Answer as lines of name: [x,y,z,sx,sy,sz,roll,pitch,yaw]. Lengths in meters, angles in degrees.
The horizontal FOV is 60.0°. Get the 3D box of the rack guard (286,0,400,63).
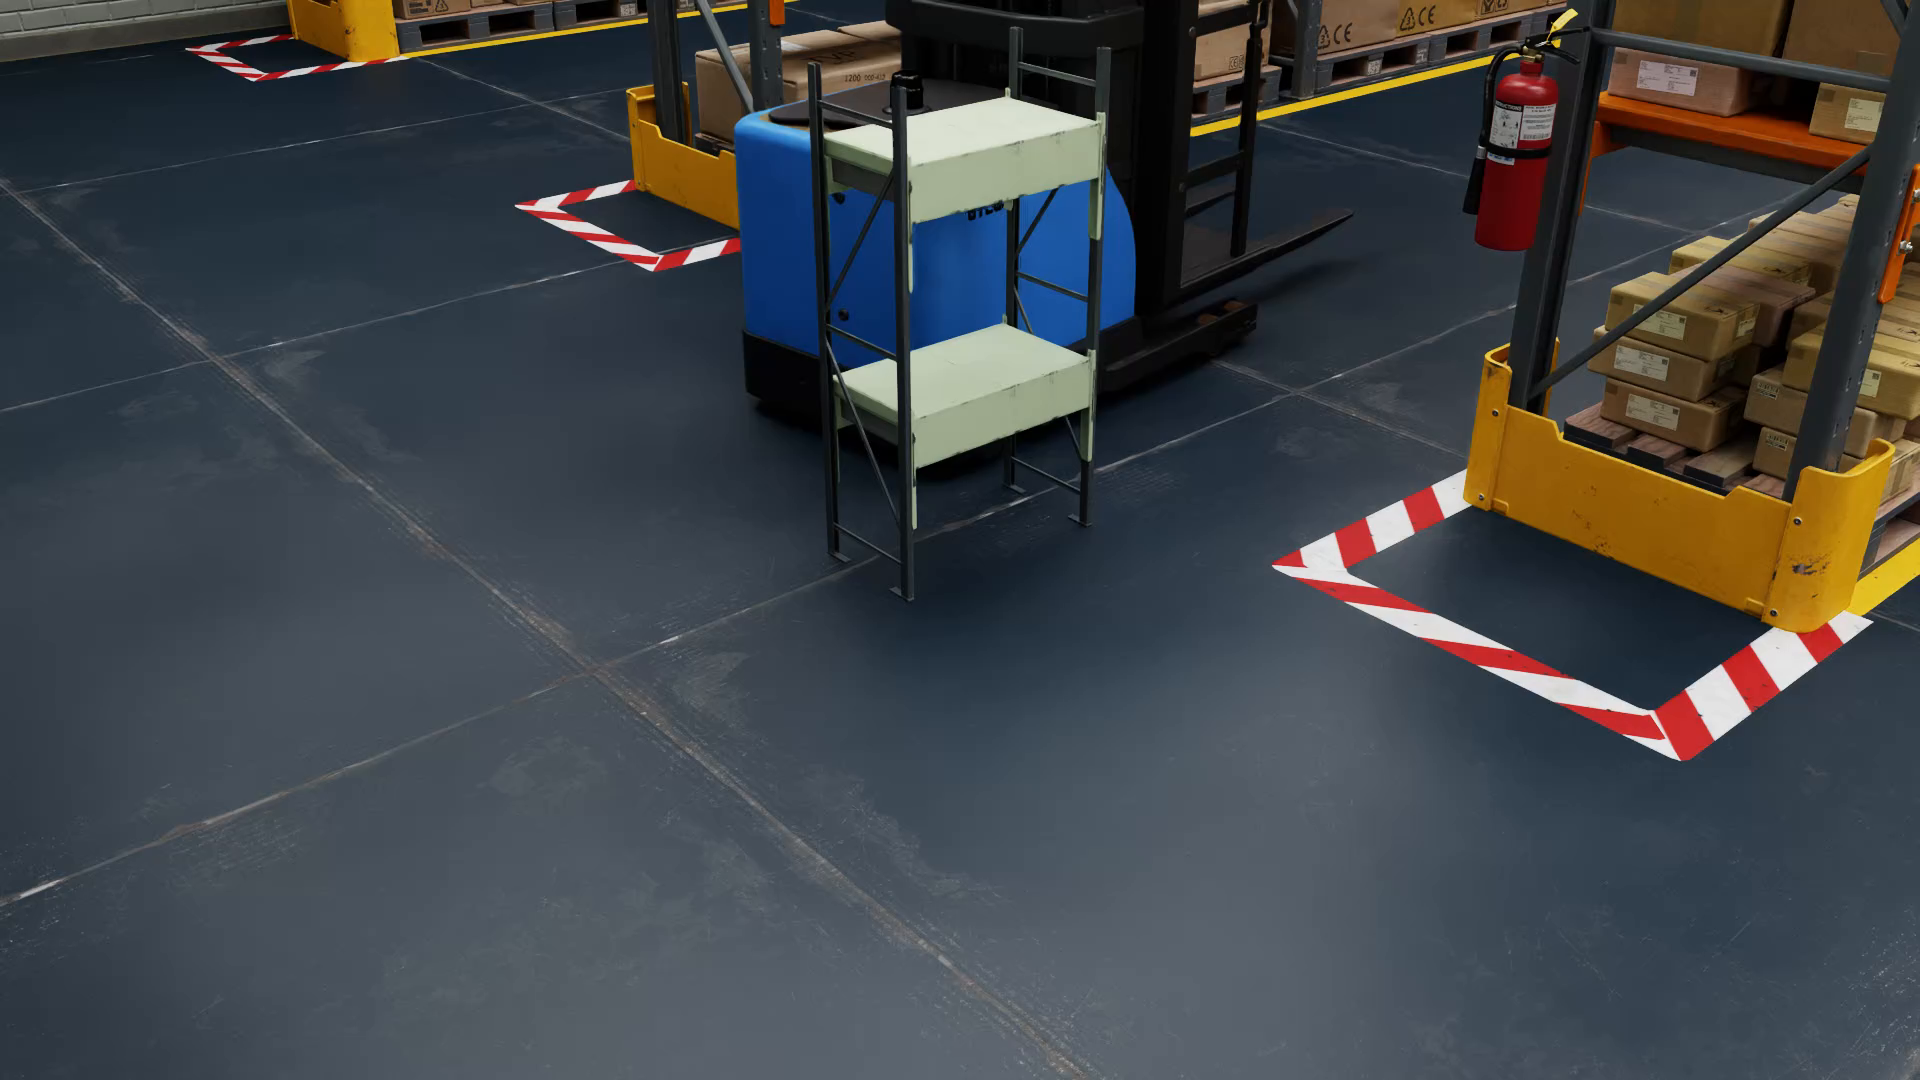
rack guard: [-4.365,-3.725,11.690,0.348,0.500,1.175,-22,35,-35]

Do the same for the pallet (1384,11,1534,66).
pallet: [3.311,-3.658,11.870,1.213,0.211,1.003,-22,35,-35]

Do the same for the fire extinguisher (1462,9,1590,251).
fire extinguisher: [1.600,-1.172,4.737,0.183,0.674,0.296,-22,35,-35]

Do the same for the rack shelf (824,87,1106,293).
rack shelf: [0.005,-1.008,4.716,0.720,0.370,0.431,-22,35,-35]

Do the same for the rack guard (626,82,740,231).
rack guard: [-1.217,-1.916,8.305,0.348,0.500,1.175,-22,35,-35]

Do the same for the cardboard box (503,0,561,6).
cardboard box: [-3.220,-4.288,12.297,0.500,0.500,0.700,-20,34,-33]

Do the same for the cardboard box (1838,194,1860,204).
cardboard box: [3.532,-1.196,6.253,0.250,0.149,0.380,-22,35,-35]

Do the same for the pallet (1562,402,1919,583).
pallet: [2.790,-0.311,5.608,1.213,0.211,1.003,-22,35,-35]

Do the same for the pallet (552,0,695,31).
pallet: [-2.831,-4.213,12.910,1.213,0.211,1.003,-22,35,-35]

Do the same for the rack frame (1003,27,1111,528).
rack frame: [0.284,-0.775,5.110,0.023,1.500,0.400,-22,35,-35]

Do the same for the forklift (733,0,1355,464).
forklift: [0.555,-2.164,6.189,1.130,2.935,3.031,22,35,35]

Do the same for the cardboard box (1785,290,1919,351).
cardboard box: [2.842,-0.638,5.209,0.250,0.149,0.380,-21,35,-34]

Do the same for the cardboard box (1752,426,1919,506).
cardboard box: [2.698,-0.255,5.124,0.250,0.149,0.380,-21,35,-34]

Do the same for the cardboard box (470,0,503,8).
cardboard box: [-3.547,-4.001,12.134,0.250,0.149,0.380,-24,36,-37]

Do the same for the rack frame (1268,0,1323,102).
rack frame: [1.845,-4.249,10.019,0.127,3.000,1.000,-22,35,-35]

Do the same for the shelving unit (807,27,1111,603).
shelving unit: [0.005,-0.664,4.900,0.755,1.500,0.431,-22,35,-35]

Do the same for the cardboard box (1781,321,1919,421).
cardboard box: [2.711,-0.510,4.970,0.250,0.149,0.380,-24,36,-37]

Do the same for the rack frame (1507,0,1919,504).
rack frame: [2.091,-1.282,4.466,0.127,3.000,1.000,-22,35,-35]

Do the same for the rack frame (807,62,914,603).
rack frame: [-0.273,-0.552,4.691,0.023,1.500,0.400,-22,35,-35]

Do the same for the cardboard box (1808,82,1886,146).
cardboard box: [2.551,-1.152,4.491,0.250,0.149,0.380,-22,35,-35]

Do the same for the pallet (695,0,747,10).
pallet: [-1.903,-4.588,13.612,1.213,0.211,1.003,-22,35,-35]

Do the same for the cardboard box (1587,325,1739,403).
cardboard box: [2.308,-0.605,5.462,0.250,0.149,0.380,-23,36,-36]

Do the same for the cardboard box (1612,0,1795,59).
cardboard box: [2.266,-1.687,4.802,0.500,0.500,0.500,-21,35,-34]

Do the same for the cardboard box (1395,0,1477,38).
cardboard box: [2.947,-3.995,11.352,0.875,0.875,0.875,-21,34,-34]

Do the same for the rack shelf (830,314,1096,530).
rack shelf: [0.005,-0.376,5.054,0.720,0.370,0.431,-22,35,-35]

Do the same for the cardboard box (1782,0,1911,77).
cardboard box: [2.612,-1.495,4.444,0.500,0.500,0.500,-20,34,-33]

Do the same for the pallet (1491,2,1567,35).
pallet: [4.239,-4.029,12.565,1.213,0.211,1.003,-22,35,-35]

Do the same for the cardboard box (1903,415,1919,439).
cardboard box: [2.902,-0.472,5.215,0.250,0.149,0.380,-22,35,-35]

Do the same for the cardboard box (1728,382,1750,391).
cardboard box: [2.486,-0.560,5.695,0.250,0.149,0.380,-21,34,-33]

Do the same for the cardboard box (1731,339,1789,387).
cardboard box: [2.542,-0.665,5.576,0.250,0.149,0.380,-23,36,-36]

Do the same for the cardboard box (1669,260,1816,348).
cardboard box: [2.558,-0.781,5.477,0.250,0.149,0.380,-21,35,-34]

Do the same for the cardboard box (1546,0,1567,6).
cardboard box: [4.308,-4.540,12.371,0.875,0.875,0.875,-22,35,-35]

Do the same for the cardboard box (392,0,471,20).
cardboard box: [-3.896,-4.042,11.833,0.637,0.503,0.797,-24,36,-37]

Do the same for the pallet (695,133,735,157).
pallet: [-0.641,-2.068,8.897,1.213,0.211,1.003,-22,35,-35]

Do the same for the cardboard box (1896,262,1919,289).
cardboard box: [3.252,-0.775,5.465,0.250,0.149,0.380,-24,36,-37]

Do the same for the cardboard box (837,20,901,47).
cardboard box: [-0.070,-2.602,9.208,0.875,0.438,0.875,-21,34,-34]

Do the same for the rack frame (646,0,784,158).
rack frame: [-1.198,-3.026,7.729,0.127,3.000,1.000,-22,35,-35]

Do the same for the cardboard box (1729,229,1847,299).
cardboard box: [2.911,-0.962,5.816,0.250,0.149,0.380,-24,36,-37]

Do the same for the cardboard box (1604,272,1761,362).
cardboard box: [2.330,-0.725,5.372,0.250,0.149,0.380,-21,35,-34]

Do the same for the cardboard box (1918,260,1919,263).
cardboard box: [3.469,-0.856,5.617,0.250,0.149,0.380,-20,34,-33]

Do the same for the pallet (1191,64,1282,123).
pallet: [1.215,-2.815,10.293,1.213,0.211,1.003,-22,35,-35]

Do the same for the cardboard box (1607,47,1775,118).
cardboard box: [2.156,-1.372,4.901,0.250,0.149,0.380,-22,35,-35]

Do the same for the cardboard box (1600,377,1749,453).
cardboard box: [2.357,-0.445,5.480,0.250,0.149,0.380,-21,35,-34]

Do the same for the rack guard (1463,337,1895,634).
rack guard: [2.149,-0.202,5.098,0.348,0.500,1.175,-22,35,-35]

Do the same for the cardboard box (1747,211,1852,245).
cardboard box: [3.079,-1.064,6.007,0.250,0.149,0.380,-20,34,-33]

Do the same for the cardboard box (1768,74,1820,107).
cardboard box: [2.370,-1.435,5.018,0.250,0.149,0.380,-22,35,-35]

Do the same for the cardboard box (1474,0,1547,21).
cardboard box: [3.627,-4.268,11.863,0.875,0.875,0.875,-21,35,-34]

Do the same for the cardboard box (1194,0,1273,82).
cardboard box: [1.297,-3.151,10.236,0.875,0.438,0.875,-22,35,-36]

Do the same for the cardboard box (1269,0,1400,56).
cardboard box: [2.264,-3.716,10.829,0.875,0.875,0.875,-21,34,-33]

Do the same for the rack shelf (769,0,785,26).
rack shelf: [0.323,-3.320,9.044,4.000,0.370,1.077,-22,35,-35]

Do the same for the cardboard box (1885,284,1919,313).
cardboard box: [3.117,-0.669,5.267,0.250,0.149,0.380,-22,35,-35]

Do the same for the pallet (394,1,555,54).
pallet: [-3.759,-3.842,12.215,1.213,0.211,1.003,-22,35,-35]

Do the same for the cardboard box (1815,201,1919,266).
cardboard box: [3.352,-1.105,6.084,0.250,0.149,0.380,-23,36,-36]

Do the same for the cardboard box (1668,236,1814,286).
cardboard box: [2.673,-0.906,5.710,0.250,0.149,0.380,-23,36,-36]

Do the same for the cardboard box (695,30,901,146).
cardboard box: [-0.761,-2.319,8.679,0.875,0.438,0.875,-23,36,-37]

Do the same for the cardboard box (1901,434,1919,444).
cardboard box: [2.844,-0.364,5.329,0.250,0.149,0.380,-22,35,-35]

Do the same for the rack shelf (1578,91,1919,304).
rack shelf: [3.613,-1.576,5.780,4.000,0.370,1.077,-22,35,-35]

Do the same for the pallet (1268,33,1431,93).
pallet: [2.383,-3.283,11.168,1.213,0.211,1.003,-22,35,-35]

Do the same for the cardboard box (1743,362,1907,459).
cardboard box: [2.657,-0.409,5.096,0.250,0.149,0.380,-20,34,-33]
